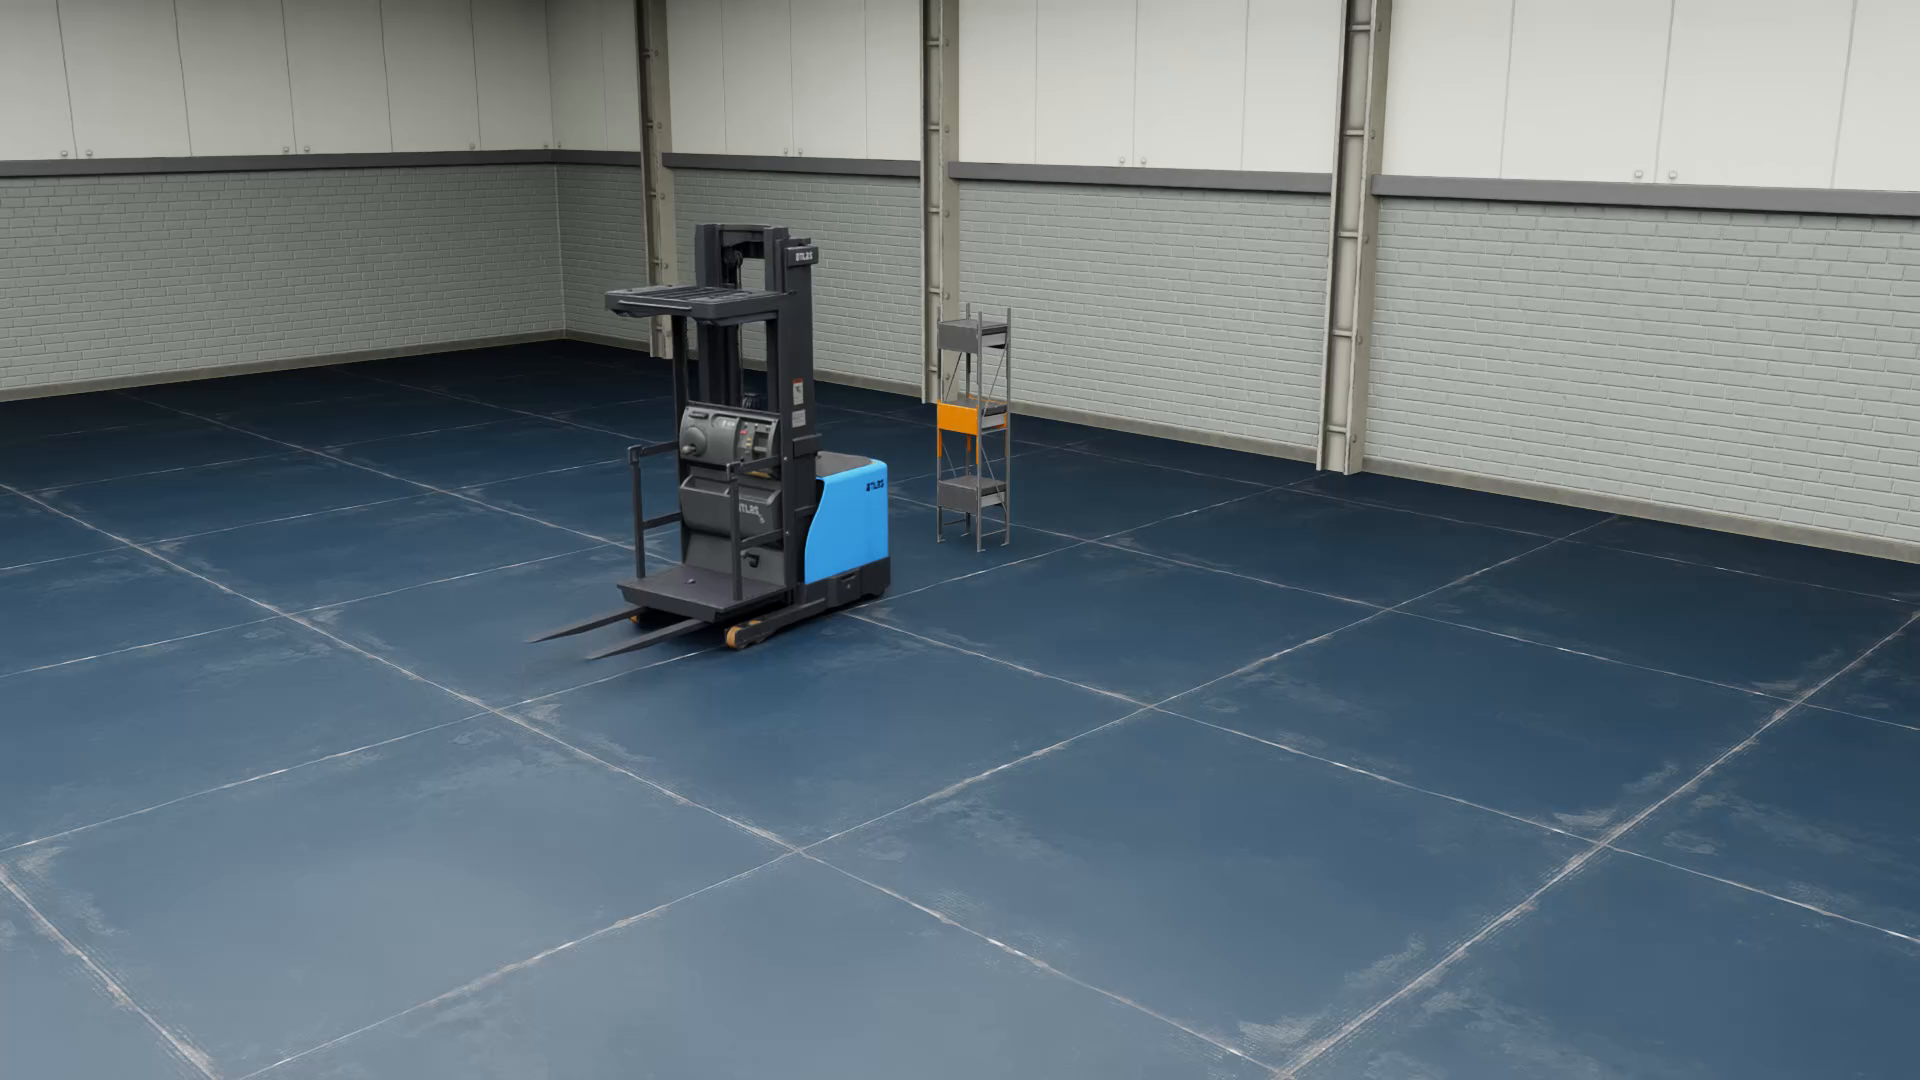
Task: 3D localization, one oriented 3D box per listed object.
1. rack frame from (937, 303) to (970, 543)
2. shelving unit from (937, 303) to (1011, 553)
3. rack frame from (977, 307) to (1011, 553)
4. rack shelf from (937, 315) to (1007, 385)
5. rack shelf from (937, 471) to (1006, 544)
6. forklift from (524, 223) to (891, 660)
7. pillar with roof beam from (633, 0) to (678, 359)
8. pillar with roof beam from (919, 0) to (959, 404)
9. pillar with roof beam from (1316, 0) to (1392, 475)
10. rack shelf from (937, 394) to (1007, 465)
[{"bbox_3d":[-0.057,-1.030,14.720,0.015,2.100,0.400,14,20,42],"label":"rack frame"},{"bbox_3d":[0.119,-0.987,14.556,0.503,2.100,0.431,14,20,42],"label":"shelving unit"},{"bbox_3d":[0.295,-0.944,14.392,0.015,2.100,0.400,14,20,42],"label":"rack frame"},{"bbox_3d":[0.119,-1.651,14.383,0.480,0.518,0.431,14,20,42],"label":"rack shelf"},{"bbox_3d":[0.119,-0.297,14.736,0.480,0.518,0.431,14,20,42],"label":"rack shelf"},{"bbox_3d":[-1.829,-0.770,12.074,1.130,2.935,3.031,10,18,35],"label":"forklift"},{"bbox_3d":[-7.565,-6.421,21.727,0.400,9.000,9.100,14,20,42],"label":"pillar with roof beam"},{"bbox_3d":[-3.245,-5.371,17.697,0.400,9.000,9.100,14,20,42],"label":"pillar with roof beam"},{"bbox_3d":[1.074,-4.321,13.667,0.400,9.000,9.100,14,20,42],"label":"pillar with roof beam"},{"bbox_3d":[0.119,-0.974,14.560,0.480,0.518,0.431,14,20,42],"label":"rack shelf"}]
